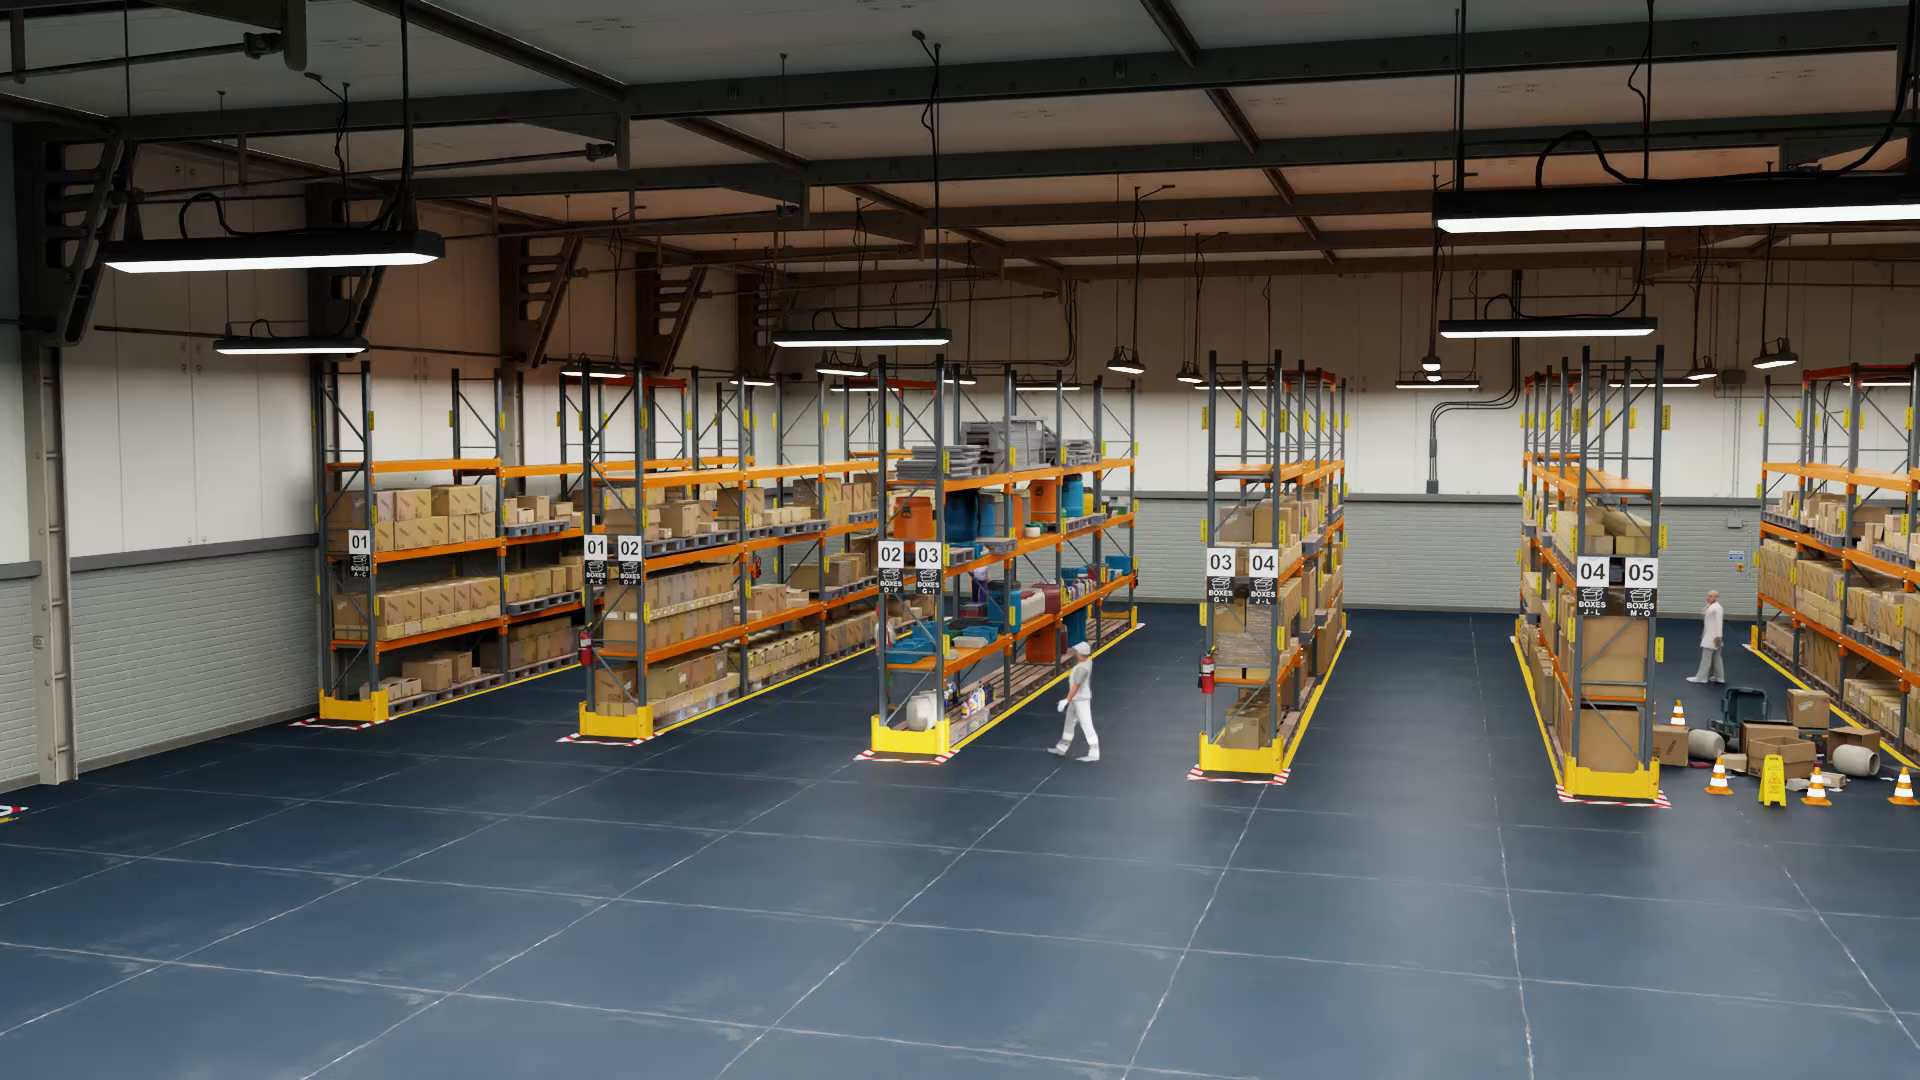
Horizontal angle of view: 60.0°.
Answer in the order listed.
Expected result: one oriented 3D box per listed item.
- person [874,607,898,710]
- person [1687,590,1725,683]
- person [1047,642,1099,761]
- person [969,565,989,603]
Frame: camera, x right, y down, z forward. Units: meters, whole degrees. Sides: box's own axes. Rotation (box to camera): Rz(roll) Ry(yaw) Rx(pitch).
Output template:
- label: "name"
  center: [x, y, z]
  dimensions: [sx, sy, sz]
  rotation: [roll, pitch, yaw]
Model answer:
- label: "person"
  center: [-1.249, 2.041, 28.975]
  dimensions: [0.457, 1.791, 0.619]
  rotation: [1, 4, 12]
- label: "person"
  center: [14.339, 1.842, 31.881]
  dimensions: [0.646, 1.773, 0.610]
  rotation: [2, 5, 29]
- label: "person"
  center: [1.673, 2.360, 24.561]
  dimensions: [0.740, 1.760, 0.689]
  rotation: [0, 4, -1]
- label: "person"
  center: [0.498, 1.147, 42.662]
  dimensions: [0.515, 1.595, 0.898]
  rotation: [0, 4, 2]
